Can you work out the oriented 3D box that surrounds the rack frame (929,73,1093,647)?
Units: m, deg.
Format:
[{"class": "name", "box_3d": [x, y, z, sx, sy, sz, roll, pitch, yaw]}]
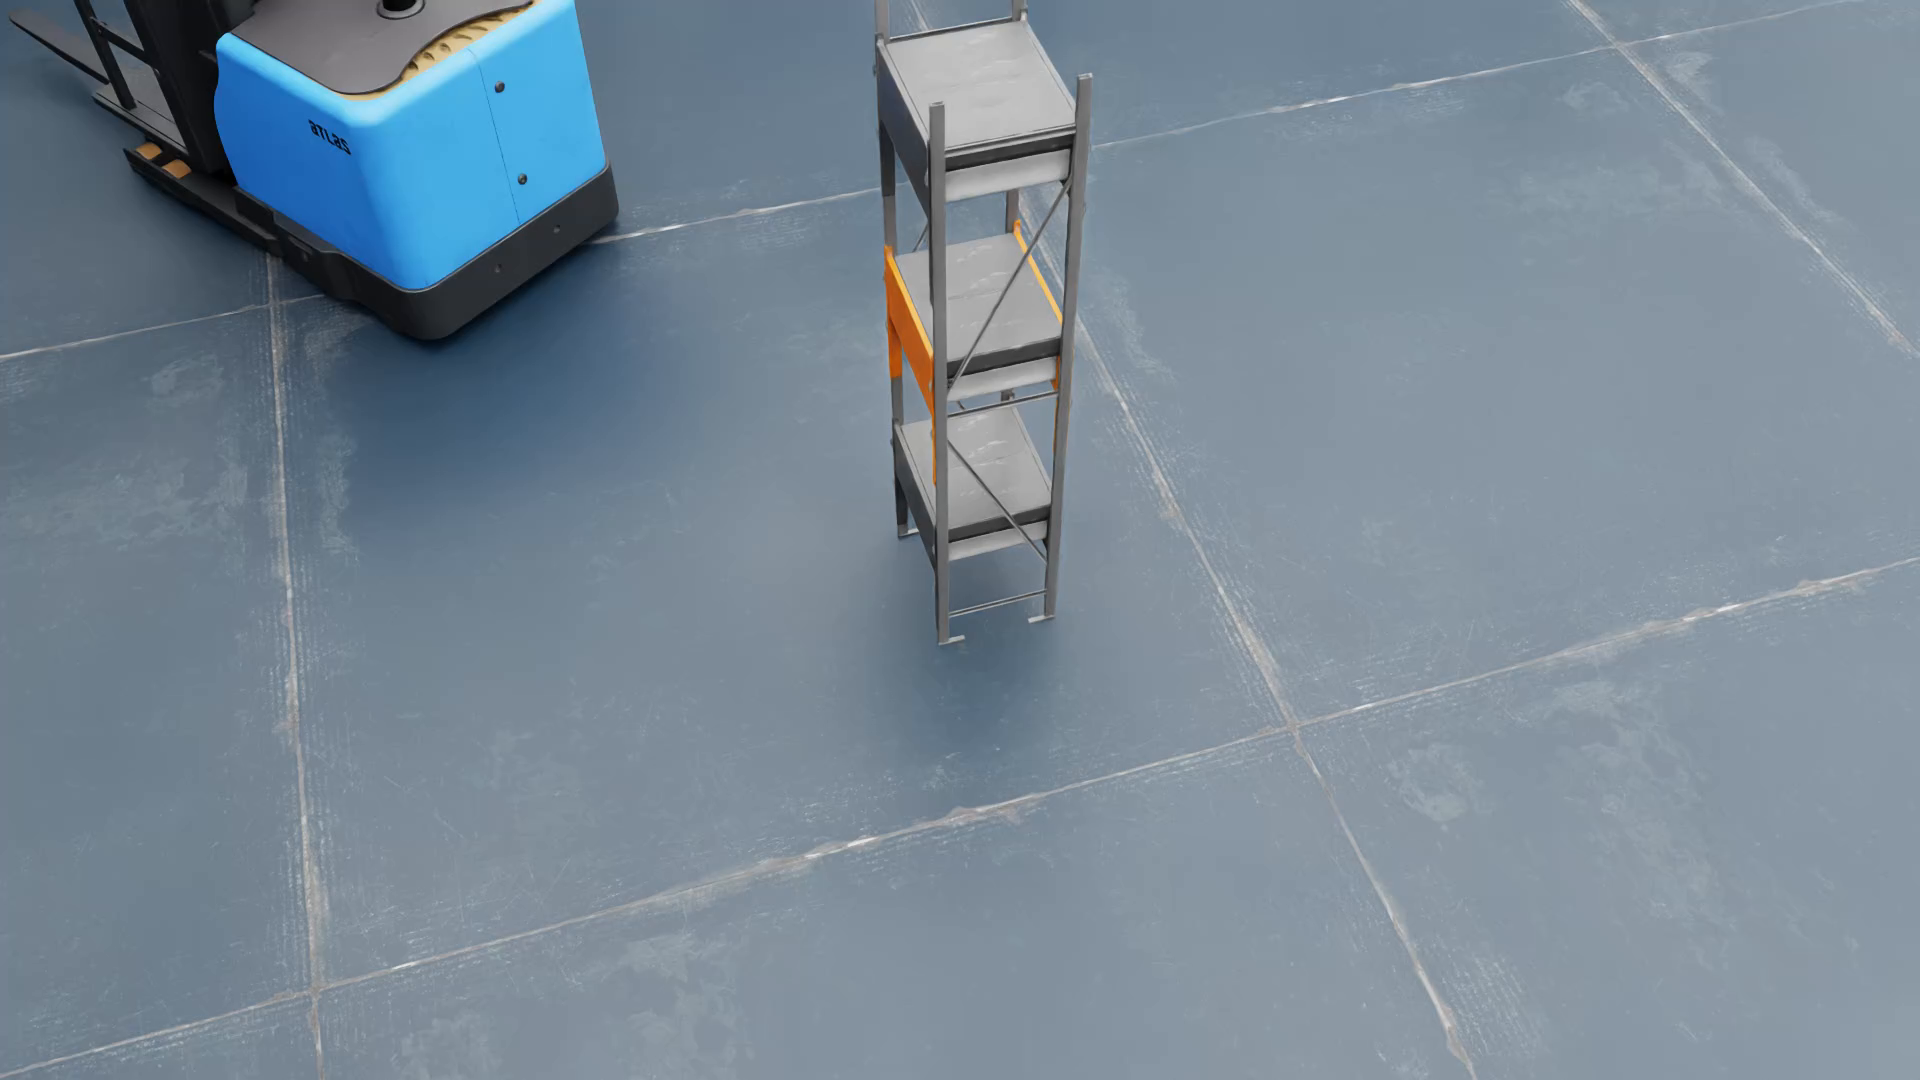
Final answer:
[{"class": "rack frame", "box_3d": [0.121, -0.378, 4.695, 0.400, 2.100, 0.015, -13, 51, -11]}]

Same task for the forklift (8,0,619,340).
[{"class": "forklift", "box_3d": [-2.866, -2.649, 6.066, 3.031, 2.935, 1.130, 31, 56, 23]}]

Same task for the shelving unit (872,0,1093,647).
[{"class": "shelving unit", "box_3d": [0.049, -0.556, 4.845, 0.431, 2.100, 0.503, -13, 51, -11]}]

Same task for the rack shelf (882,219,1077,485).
[{"class": "rack shelf", "box_3d": [0.049, -0.547, 4.856, 0.431, 0.518, 0.480, -13, 51, -11]}]

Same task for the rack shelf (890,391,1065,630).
[{"class": "rack shelf", "box_3d": [0.049, -0.096, 5.391, 0.431, 0.518, 0.480, -13, 51, -11]}]

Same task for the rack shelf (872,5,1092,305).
[{"class": "rack shelf", "box_3d": [0.049, -0.998, 4.321, 0.431, 0.518, 0.480, -13, 51, -11]}]

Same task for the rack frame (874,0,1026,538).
[{"class": "rack frame", "box_3d": [-0.023, -0.734, 4.996, 0.400, 2.100, 0.015, -13, 51, -11]}]
